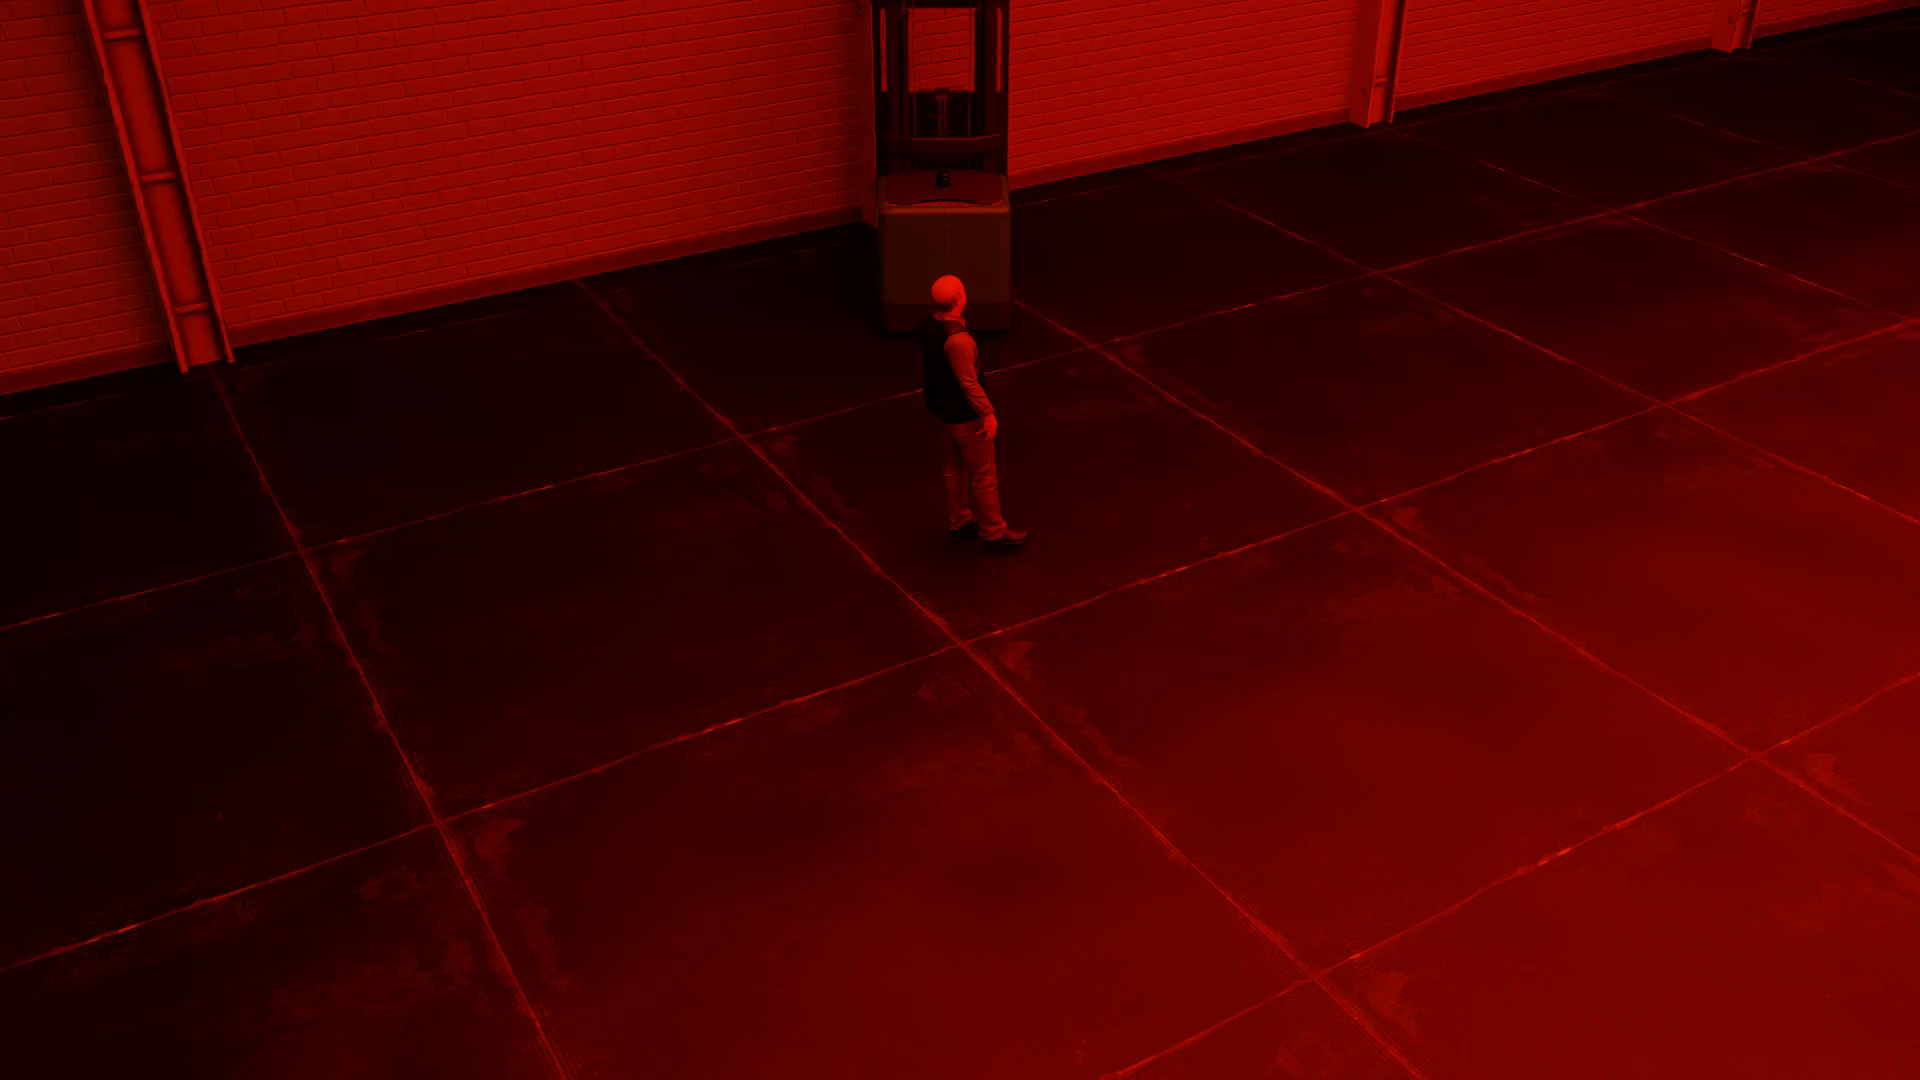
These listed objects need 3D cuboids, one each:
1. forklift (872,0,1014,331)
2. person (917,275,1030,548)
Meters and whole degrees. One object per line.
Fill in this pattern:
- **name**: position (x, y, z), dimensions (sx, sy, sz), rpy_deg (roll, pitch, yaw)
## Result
- **forklift**: position (-0.158, -3.622, 13.696), dimensions (1.130, 2.935, 3.031), rpy_deg (-1, 31, -1)
- **person**: position (0.057, -0.793, 10.056), dimensions (0.566, 1.722, 0.633), rpy_deg (-17, 35, -26)
